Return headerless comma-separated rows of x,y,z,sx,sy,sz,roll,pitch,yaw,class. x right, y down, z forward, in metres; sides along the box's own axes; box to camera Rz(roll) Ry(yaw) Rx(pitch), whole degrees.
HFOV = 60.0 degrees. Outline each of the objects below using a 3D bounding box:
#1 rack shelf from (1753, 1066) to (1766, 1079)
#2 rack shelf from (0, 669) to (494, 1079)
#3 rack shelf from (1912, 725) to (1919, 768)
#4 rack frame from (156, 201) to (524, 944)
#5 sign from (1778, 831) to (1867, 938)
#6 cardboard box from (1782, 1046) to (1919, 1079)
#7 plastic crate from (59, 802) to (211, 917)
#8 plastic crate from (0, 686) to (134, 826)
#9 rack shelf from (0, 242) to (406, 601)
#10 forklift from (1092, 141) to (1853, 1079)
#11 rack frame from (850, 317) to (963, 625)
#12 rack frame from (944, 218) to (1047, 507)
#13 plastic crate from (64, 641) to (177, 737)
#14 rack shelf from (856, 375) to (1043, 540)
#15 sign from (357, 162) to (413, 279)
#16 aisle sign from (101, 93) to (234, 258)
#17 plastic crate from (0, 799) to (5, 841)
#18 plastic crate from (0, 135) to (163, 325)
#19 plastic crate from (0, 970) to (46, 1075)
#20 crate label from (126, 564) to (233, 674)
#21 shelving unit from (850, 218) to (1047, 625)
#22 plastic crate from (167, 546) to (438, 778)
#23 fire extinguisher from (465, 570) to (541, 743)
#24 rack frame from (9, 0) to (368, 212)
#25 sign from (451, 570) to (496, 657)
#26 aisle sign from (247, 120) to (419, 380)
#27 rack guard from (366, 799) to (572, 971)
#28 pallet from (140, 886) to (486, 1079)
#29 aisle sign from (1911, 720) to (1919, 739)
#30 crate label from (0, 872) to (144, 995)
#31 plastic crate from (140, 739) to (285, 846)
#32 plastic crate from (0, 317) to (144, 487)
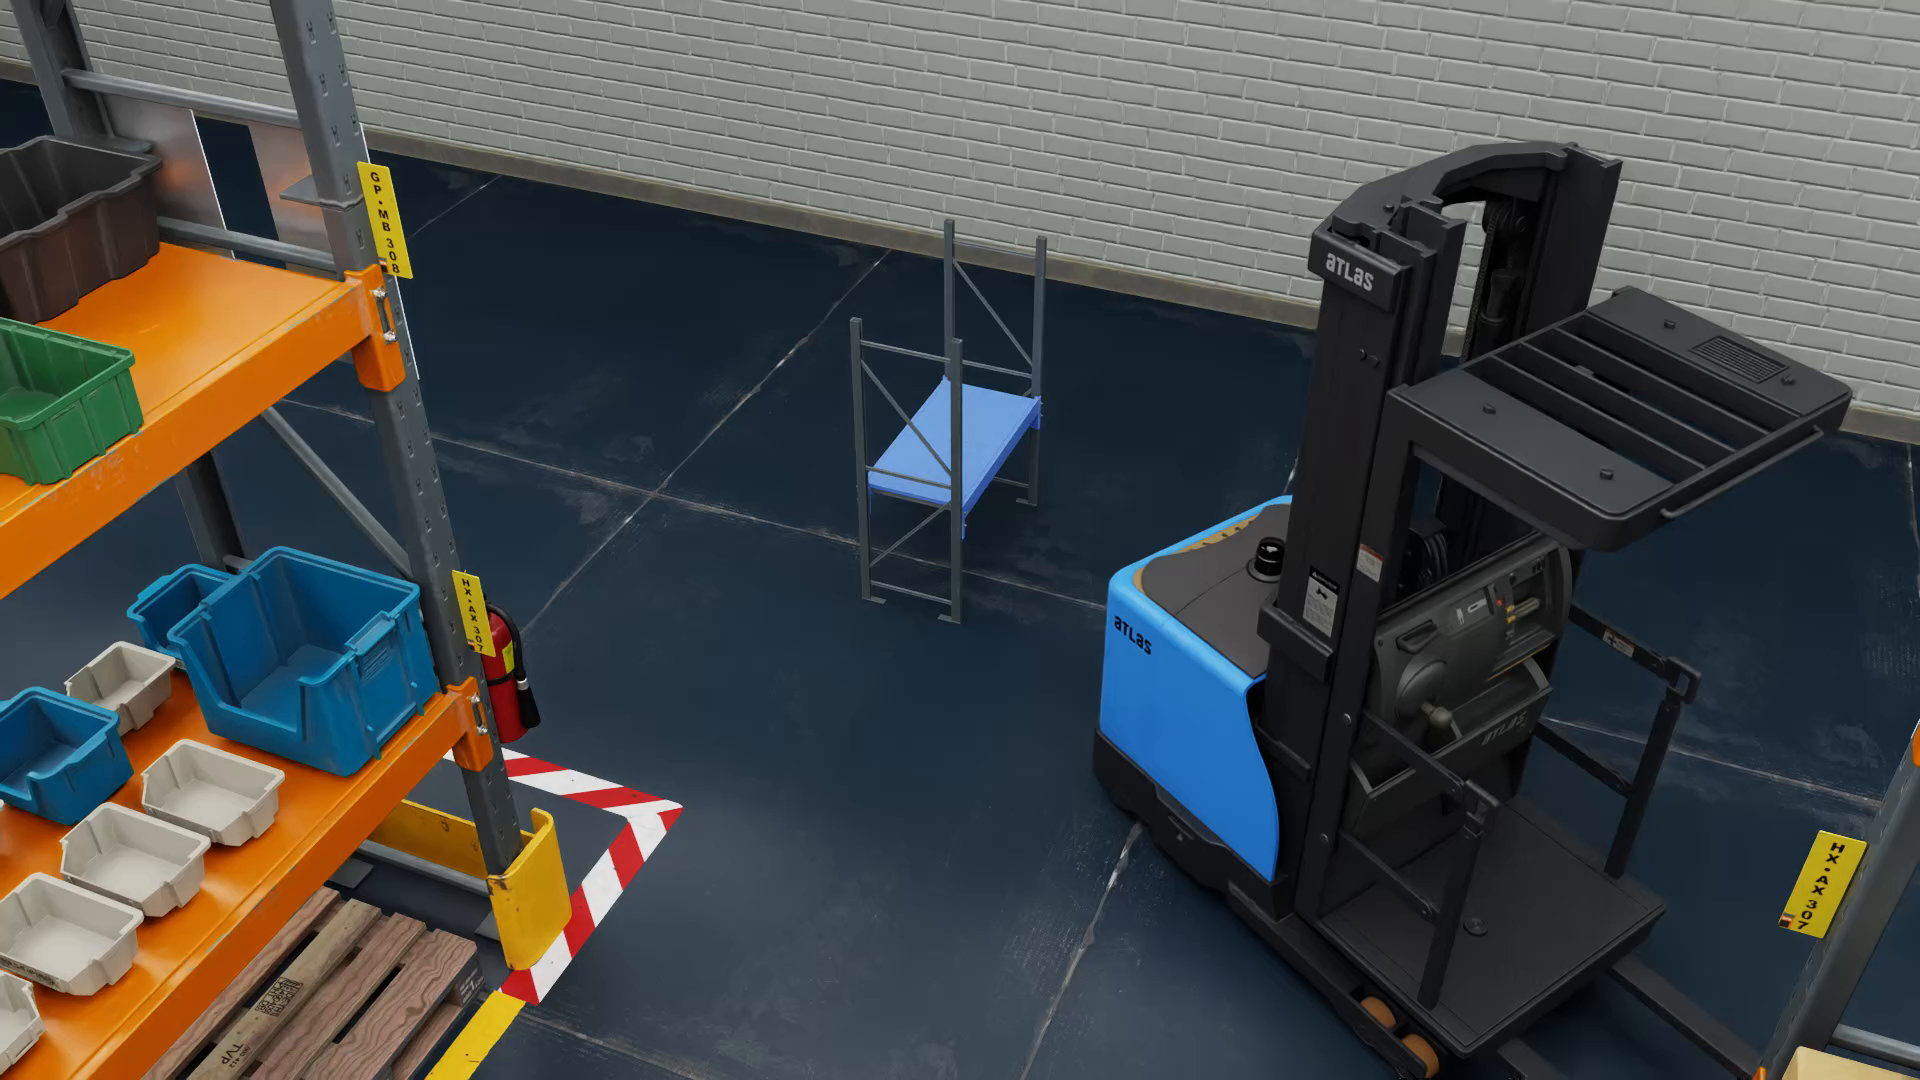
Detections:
1.758,2.709,2.721,1.077,0.370,4.000,14,39,18,rack shelf
-2.822,1.581,4.230,1.077,0.370,4.000,14,39,18,rack shelf
1.758,1.508,1.823,1.077,0.370,4.000,14,39,18,rack shelf
-2.061,0.186,5.496,1.000,3.000,0.127,14,39,18,rack frame
2.008,0.806,3.877,0.100,0.325,0.005,14,39,18,sign
2.087,1.459,3.669,0.500,0.250,0.500,13,39,17,cardboard box
-2.328,0.917,4.688,0.396,0.136,0.243,14,39,18,plastic crate
-2.710,0.655,4.958,0.416,0.233,0.300,14,39,18,plastic crate
-2.822,0.380,3.332,1.077,0.370,4.000,14,39,18,rack shelf
1.811,0.367,5.311,1.130,2.935,3.031,-23,43,-28,forklift
-0.226,-0.272,7.361,0.500,1.500,0.032,14,39,18,rack frame
0.161,-0.835,8.114,0.500,1.500,0.032,14,39,18,rack frame
-2.658,0.488,5.262,0.250,0.136,0.298,14,39,18,plastic crate
-0.032,-0.409,7.845,0.538,0.185,1.000,14,39,18,rack shelf
-1.546,-0.858,4.474,0.100,0.325,0.005,14,39,18,sign
-2.309,-0.963,4.862,0.394,0.787,0.004,14,39,18,aisle sign
-2.916,0.863,4.760,0.250,0.136,0.298,14,39,18,plastic crate
-2.465,-0.814,4.437,0.497,0.269,0.590,14,39,18,plastic crate
-2.507,1.245,4.249,0.298,0.136,0.250,14,39,18,plastic crate
-2.460,0.290,5.446,0.416,0.233,0.303,14,39,18,crate label
-0.032,-0.554,7.738,0.538,1.500,1.048,14,39,18,shelving unit
-2.016,0.375,5.163,0.616,0.435,0.499,14,39,18,plastic crate
-1.584,0.386,5.604,0.296,0.674,0.183,14,39,18,fire extinguisher
-2.061,-2.217,3.700,1.000,3.000,0.127,14,39,18,rack frame
-1.546,0.237,5.292,0.100,0.325,0.005,14,39,18,sign
-1.763,-0.829,4.682,0.394,0.787,0.004,14,39,18,aisle sign
-2.064,1.171,6.266,1.175,0.500,0.348,14,39,18,rack guard
-2.411,1.750,5.732,1.003,0.211,1.213,14,39,18,pallet
2.269,0.164,3.353,0.394,0.787,0.004,14,39,18,aisle sign
-2.411,1.077,4.474,0.396,0.136,0.243,14,39,18,crate label
-2.204,0.760,4.898,0.396,0.136,0.243,14,39,18,plastic crate
-2.172,-0.320,3.844,0.450,0.188,0.336,14,39,18,plastic crate
